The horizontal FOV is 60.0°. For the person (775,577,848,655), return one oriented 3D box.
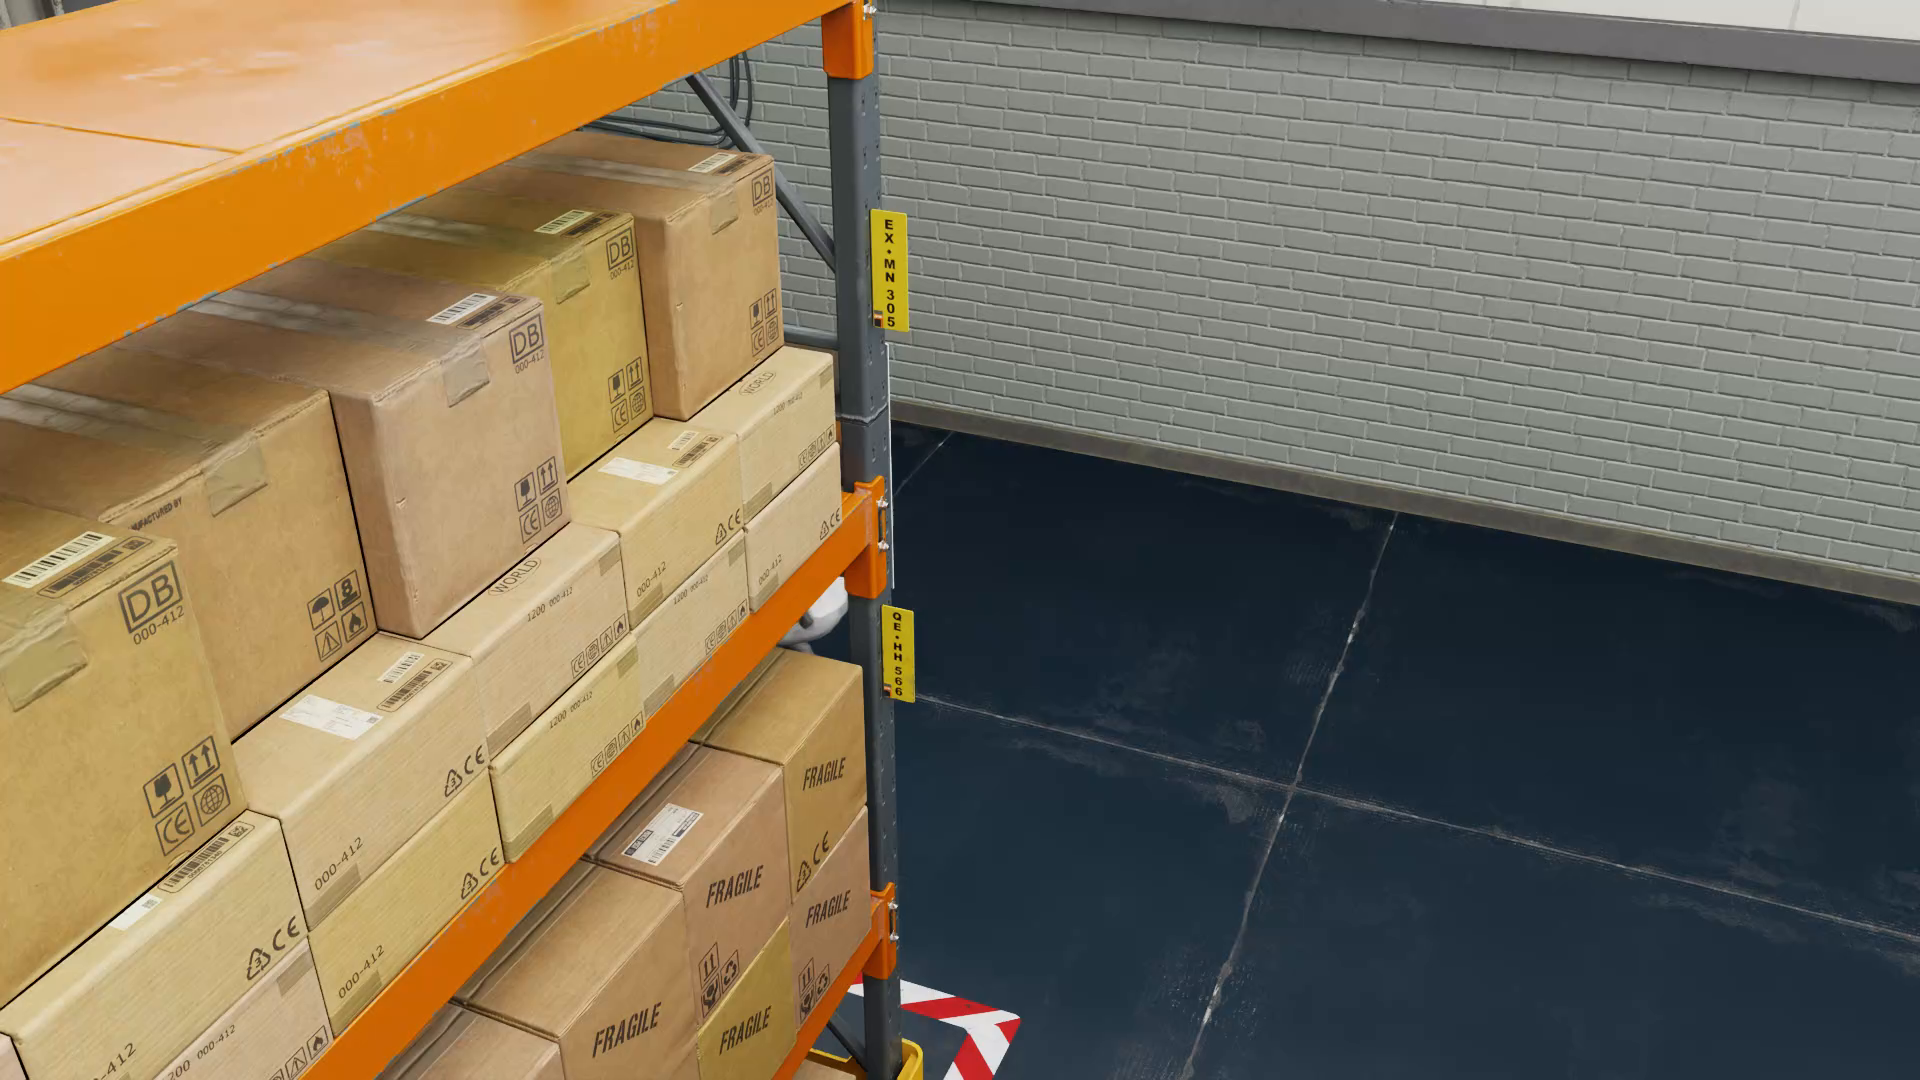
[{"bbox_3d":[-0.934,0.313,8.328,0.789,1.188,0.524,11,32,19],"label":"person"}]
